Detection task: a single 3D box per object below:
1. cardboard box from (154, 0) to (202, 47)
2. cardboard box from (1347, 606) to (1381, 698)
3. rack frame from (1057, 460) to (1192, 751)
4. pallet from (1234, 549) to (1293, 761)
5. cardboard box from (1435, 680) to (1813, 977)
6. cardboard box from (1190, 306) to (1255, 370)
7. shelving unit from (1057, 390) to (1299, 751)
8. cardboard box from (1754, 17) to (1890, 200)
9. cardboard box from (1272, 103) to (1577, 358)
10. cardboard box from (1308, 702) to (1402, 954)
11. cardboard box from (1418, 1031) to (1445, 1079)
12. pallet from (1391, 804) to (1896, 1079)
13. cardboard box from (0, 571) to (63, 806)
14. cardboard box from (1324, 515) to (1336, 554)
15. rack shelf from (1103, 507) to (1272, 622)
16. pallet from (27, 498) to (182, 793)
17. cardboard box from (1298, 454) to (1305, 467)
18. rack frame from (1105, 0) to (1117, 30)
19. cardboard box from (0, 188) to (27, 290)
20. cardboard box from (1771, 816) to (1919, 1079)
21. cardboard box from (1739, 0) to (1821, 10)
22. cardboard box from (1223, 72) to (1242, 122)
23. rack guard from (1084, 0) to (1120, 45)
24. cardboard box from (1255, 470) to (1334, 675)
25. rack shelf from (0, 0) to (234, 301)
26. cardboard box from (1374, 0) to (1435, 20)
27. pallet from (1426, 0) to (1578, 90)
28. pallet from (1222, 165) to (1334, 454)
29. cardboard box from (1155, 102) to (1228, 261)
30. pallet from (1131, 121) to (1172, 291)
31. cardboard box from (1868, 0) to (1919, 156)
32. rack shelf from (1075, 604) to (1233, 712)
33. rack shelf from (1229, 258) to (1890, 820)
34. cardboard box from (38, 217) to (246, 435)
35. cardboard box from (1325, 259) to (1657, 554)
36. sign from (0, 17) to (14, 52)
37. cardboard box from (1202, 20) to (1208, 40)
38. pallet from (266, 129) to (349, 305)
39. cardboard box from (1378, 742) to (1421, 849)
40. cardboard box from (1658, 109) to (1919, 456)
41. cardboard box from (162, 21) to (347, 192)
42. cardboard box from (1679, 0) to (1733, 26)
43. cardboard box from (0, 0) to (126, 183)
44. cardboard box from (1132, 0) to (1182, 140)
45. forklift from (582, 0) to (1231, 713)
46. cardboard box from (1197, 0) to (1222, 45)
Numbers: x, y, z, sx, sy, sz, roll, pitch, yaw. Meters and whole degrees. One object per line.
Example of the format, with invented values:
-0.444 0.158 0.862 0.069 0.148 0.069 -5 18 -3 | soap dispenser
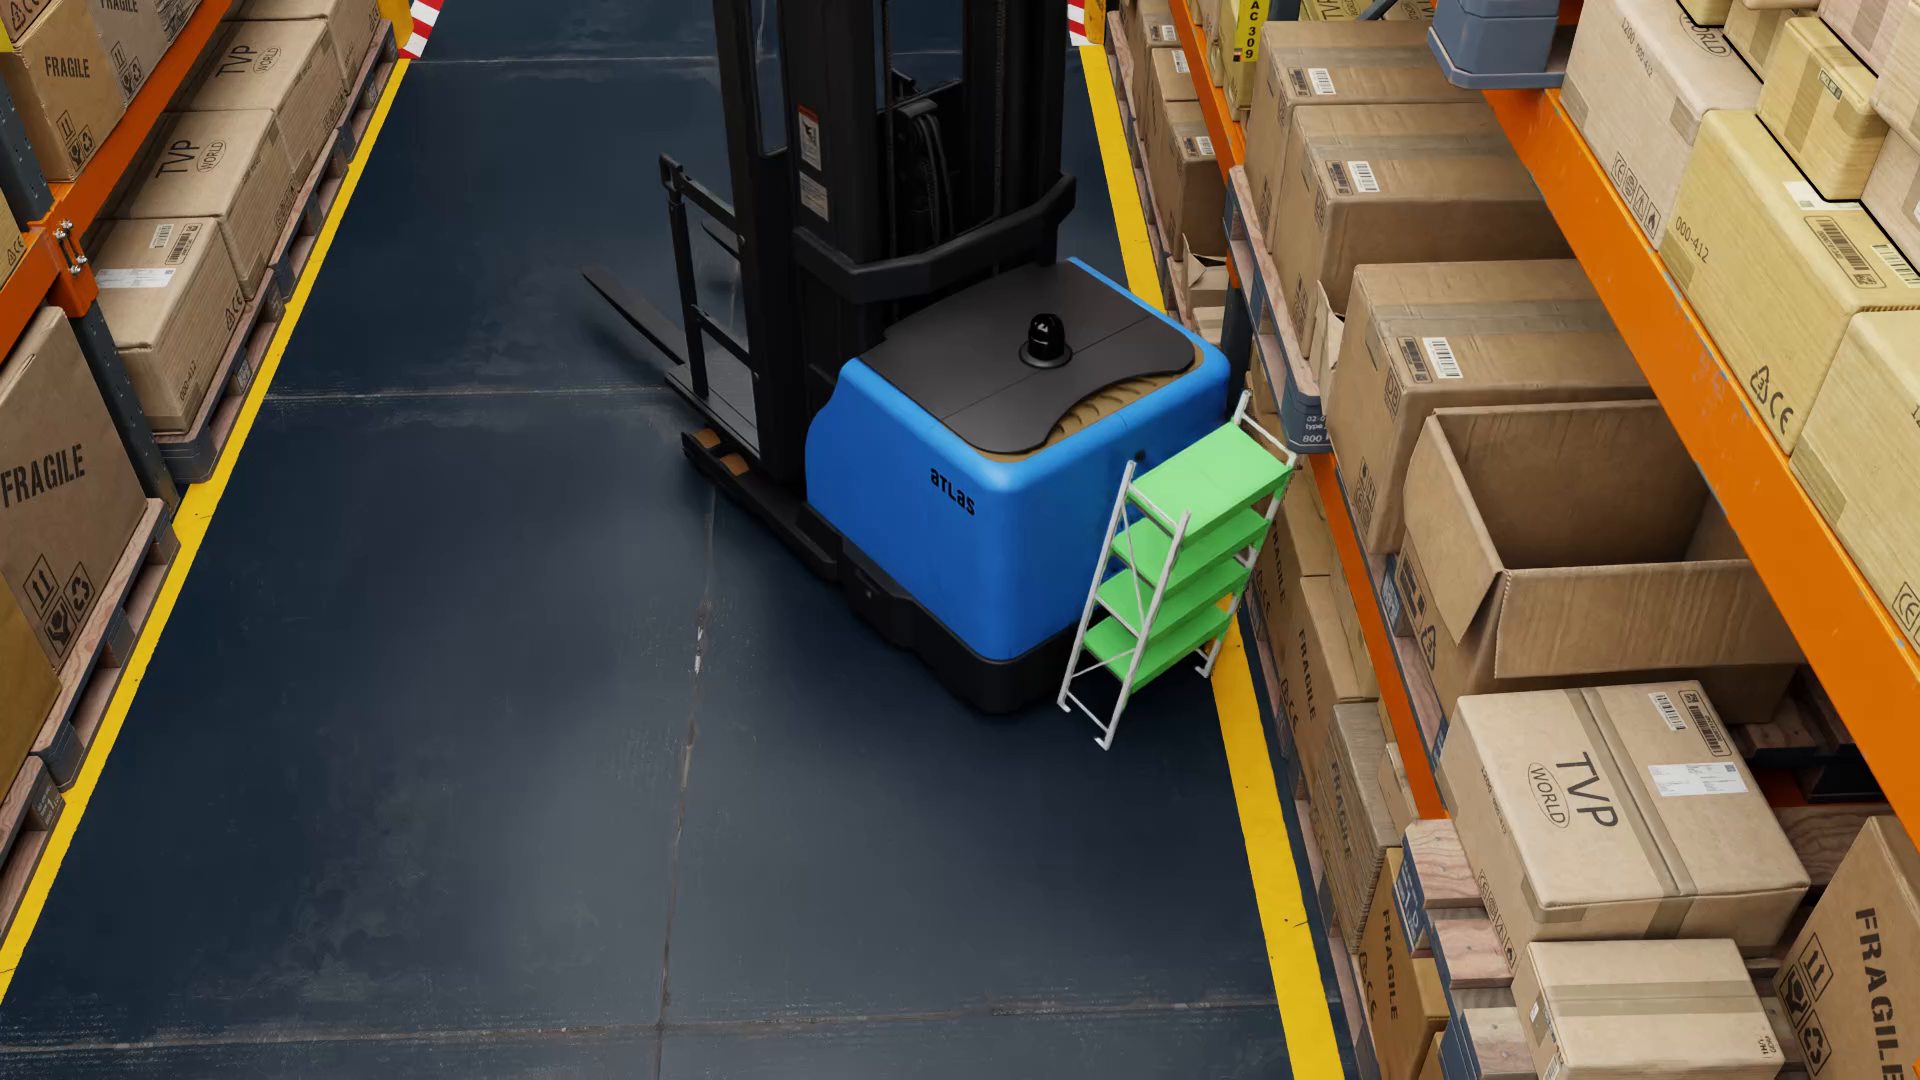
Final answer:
-3.290 -2.238 6.398 0.500 0.500 0.500 -1 43 -2 | cardboard box
1.327 0.311 4.750 0.380 0.149 0.250 0 43 0 | cardboard box
0.481 0.235 5.078 0.015 1.200 0.240 -31 61 -30 | rack frame
1.532 0.230 5.843 1.003 0.211 1.213 -2 43 -2 | pallet
1.261 0.552 3.228 0.500 0.250 0.500 -3 43 -4 | cardboard box
1.142 -0.818 6.721 0.380 0.149 0.250 -3 43 -3 | cardboard box
0.663 0.126 5.199 0.503 1.200 0.258 -31 61 -30 | shelving unit
1.342 -0.596 2.276 0.380 0.149 0.250 -2 43 -2 | cardboard box
1.278 -0.855 4.578 0.700 0.500 0.500 -1 43 -1 | cardboard box
1.320 0.800 4.696 0.500 0.500 0.500 -3 43 -3 | cardboard box
1.386 1.503 3.929 0.500 0.500 0.500 -2 43 -2 | cardboard box
1.530 0.969 3.115 1.213 0.211 1.003 -2 43 -2 | pallet
-3.347 0.453 4.797 0.875 0.875 0.875 -1 43 -1 | cardboard box
1.345 -0.026 5.118 0.380 0.149 0.250 -2 43 -3 | cardboard box
0.685 0.013 5.065 0.480 0.148 0.258 -31 61 -30 | rack shelf
-3.392 0.345 5.717 1.003 0.211 1.213 -2 43 -2 | pallet
1.298 -0.384 5.508 0.380 0.149 0.250 -3 43 -3 | cardboard box
1.289 -4.047 8.445 1.000 3.000 0.127 -2 43 -2 | rack frame
-3.229 -0.850 5.069 0.500 0.250 0.500 -3 43 -3 | cardboard box
1.764 0.811 2.761 0.500 0.500 0.500 0 43 0 | cardboard box
1.277 -0.882 2.368 0.380 0.149 0.250 -3 43 -3 | cardboard box
1.161 -1.637 6.002 0.380 0.149 0.250 -1 43 -1 | cardboard box
1.293 -3.074 9.233 1.175 0.500 0.348 -2 43 -2 | rack guard
1.288 0.113 5.446 0.500 0.500 0.500 -2 43 -2 | cardboard box
-3.585 -2.286 7.057 1.077 0.370 4.000 -2 43 -2 | rack shelf
1.708 -1.743 5.822 0.500 0.250 0.500 -2 43 -2 | cardboard box
1.464 -1.240 3.302 1.213 0.211 1.003 -2 43 -2 | pallet
1.384 -0.733 4.972 1.003 0.211 1.213 -2 43 -2 | pallet
1.262 -1.585 7.299 0.700 0.500 0.500 -3 43 -3 | cardboard box
1.376 -1.607 7.848 1.003 0.211 1.213 -2 43 -2 | pallet
1.352 -0.535 1.990 0.380 0.149 0.250 -3 43 -3 | cardboard box
0.626 0.319 5.430 0.480 0.148 0.258 -31 61 -30 | rack shelf
1.544 0.269 4.269 1.077 0.370 4.000 -2 43 -2 | rack shelf
-3.419 -0.838 6.530 0.875 0.438 0.875 -2 43 -2 | cardboard box
1.312 -0.325 4.000 0.700 0.500 0.500 -2 43 -2 | cardboard box
-2.958 -1.621 5.000 0.100 0.325 0.005 -2 43 -2 | sign
1.142 -1.989 6.386 0.380 0.149 0.250 -1 43 -1 | cardboard box
-3.509 -1.514 7.746 1.003 0.211 1.213 -2 43 -2 | pallet
1.327 0.660 4.370 0.380 0.149 0.250 -4 43 -4 | cardboard box
1.343 -0.375 2.330 0.500 0.250 0.500 -2 43 -2 | cardboard box
-3.494 -2.052 7.854 0.875 0.438 0.875 -1 43 -1 | cardboard box
1.345 -0.945 2.657 0.380 0.149 0.250 0 43 -1 | cardboard box
-3.258 -1.562 5.661 0.500 0.500 0.500 0 43 0 | cardboard box
1.218 -2.286 8.063 0.700 0.500 0.500 0 43 0 | cardboard box
-0.431 -1.441 5.653 1.130 2.935 3.031 -29 50 -28 | forklift
1.158 -2.075 6.185 0.500 0.250 0.500 -2 43 -2 | cardboard box
